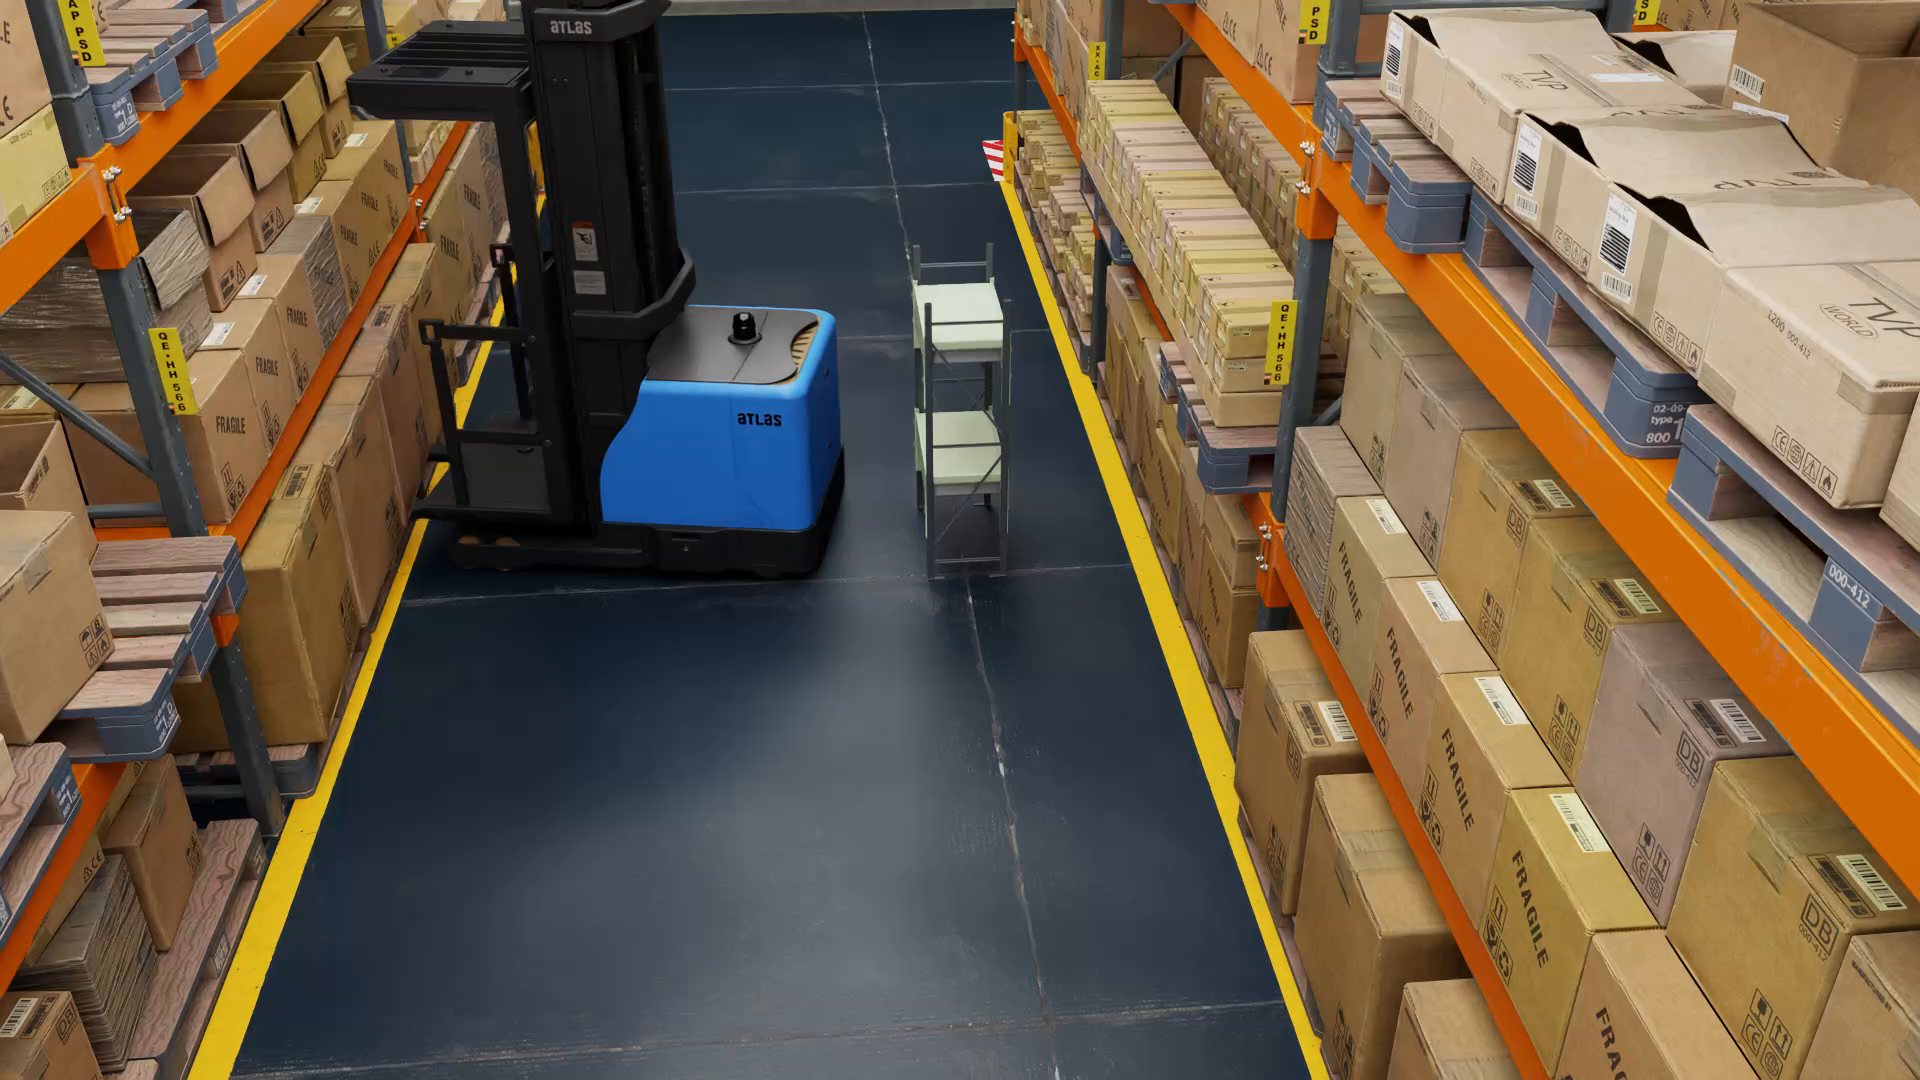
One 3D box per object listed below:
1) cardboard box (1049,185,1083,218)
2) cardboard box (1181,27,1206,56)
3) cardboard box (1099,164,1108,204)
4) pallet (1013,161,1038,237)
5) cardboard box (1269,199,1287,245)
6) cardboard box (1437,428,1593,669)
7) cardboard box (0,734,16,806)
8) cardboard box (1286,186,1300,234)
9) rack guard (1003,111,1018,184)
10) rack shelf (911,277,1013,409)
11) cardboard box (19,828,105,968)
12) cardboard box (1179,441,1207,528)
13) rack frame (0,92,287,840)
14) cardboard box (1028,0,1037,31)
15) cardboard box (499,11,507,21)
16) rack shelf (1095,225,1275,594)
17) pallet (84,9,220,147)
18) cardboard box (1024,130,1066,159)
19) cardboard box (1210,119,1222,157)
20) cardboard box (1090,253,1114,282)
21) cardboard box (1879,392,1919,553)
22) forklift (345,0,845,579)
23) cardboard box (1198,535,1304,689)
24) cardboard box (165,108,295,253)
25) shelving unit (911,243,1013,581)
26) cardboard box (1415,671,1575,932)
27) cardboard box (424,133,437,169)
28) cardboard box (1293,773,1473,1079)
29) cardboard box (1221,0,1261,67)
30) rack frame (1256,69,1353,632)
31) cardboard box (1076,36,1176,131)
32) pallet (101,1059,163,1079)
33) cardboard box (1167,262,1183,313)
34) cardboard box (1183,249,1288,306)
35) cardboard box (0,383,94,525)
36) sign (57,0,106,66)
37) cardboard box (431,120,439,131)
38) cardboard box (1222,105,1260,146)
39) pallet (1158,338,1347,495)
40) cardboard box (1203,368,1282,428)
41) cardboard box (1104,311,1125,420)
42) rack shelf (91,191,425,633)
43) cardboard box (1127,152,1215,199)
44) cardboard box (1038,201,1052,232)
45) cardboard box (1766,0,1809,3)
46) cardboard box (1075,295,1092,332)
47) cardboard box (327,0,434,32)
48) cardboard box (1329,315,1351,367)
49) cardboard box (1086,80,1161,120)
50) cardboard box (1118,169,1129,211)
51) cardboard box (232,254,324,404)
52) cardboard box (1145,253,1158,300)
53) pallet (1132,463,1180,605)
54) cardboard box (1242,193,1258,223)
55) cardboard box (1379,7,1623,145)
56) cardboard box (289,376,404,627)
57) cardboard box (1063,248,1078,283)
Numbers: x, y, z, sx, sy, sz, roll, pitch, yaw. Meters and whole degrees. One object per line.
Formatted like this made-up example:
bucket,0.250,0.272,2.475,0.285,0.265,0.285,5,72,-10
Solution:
cardboard box,0.828,-2.357,11.562,0.380,0.149,0.250,-4,31,-6
cardboard box,1.516,-3.156,9.746,0.500,0.500,0.500,-2,31,-3
cardboard box,0.946,-1.894,8.832,0.380,0.149,0.250,-3,31,-4
pallet,0.990,-2.704,13.071,1.003,0.211,1.213,-3,31,-5
cardboard box,1.693,-1.523,7.921,0.380,0.149,0.250,-2,31,-3
cardboard box,1.820,0.006,4.743,0.700,0.500,0.500,-3,31,-5
cardboard box,-2.833,0.630,4.492,0.396,0.266,0.258,-4,31,-6
cardboard box,1.715,-1.516,7.618,0.380,0.149,0.250,-2,31,-3
rack guard,0.949,-3.244,13.694,1.175,0.500,0.348,-3,31,-5
rack shelf,0.001,-0.976,8.160,0.431,0.370,0.720,-3,31,-5
cardboard box,-3.106,1.087,5.282,0.500,0.250,0.500,1,31,1
cardboard box,1.307,-0.295,7.615,0.500,0.250,0.500,-2,31,-4
rack frame,-3.258,-0.086,5.969,1.000,3.000,0.127,-3,31,-5
cardboard box,0.784,-4.012,12.155,0.500,0.500,0.500,-3,31,-4
cardboard box,-3.644,-3.896,12.593,0.380,0.149,0.250,-2,31,-4
rack shelf,1.503,-0.984,8.174,1.077,0.370,4.000,-3,31,-5
pallet,-3.371,-1.619,5.794,1.213,0.211,1.003,-1,31,-2
cardboard box,0.694,-3.015,12.662,0.380,0.149,0.250,-3,31,-5
cardboard box,1.575,-2.186,9.030,0.380,0.149,0.250,-3,31,-4
cardboard box,1.023,-1.695,10.453,0.380,0.149,0.250,-2,31,-3
cardboard box,1.838,-0.029,2.588,0.500,0.250,0.500,-2,31,-4
forklift,-2.181,-1.368,8.182,3.031,2.935,1.130,3,31,5
cardboard box,1.368,0.297,7.355,0.500,0.500,0.500,-3,31,-5
cardboard box,-3.438,-1.608,7.442,0.797,0.503,0.637,-2,31,-3
shelving unit,0.001,-0.640,8.360,0.431,1.500,0.755,-3,31,-5
cardboard box,1.604,0.699,4.558,0.500,0.500,0.500,-3,31,-5
cardboard box,-3.353,-2.321,9.956,0.380,0.149,0.250,-4,31,-6
cardboard box,1.742,1.275,5.475,1.050,0.750,0.750,-2,31,-4
cardboard box,1.324,-2.137,6.379,0.500,0.500,0.500,-3,31,-5
rack frame,1.690,-0.272,6.280,1.000,3.000,0.127,-3,31,-5
cardboard box,0.989,-2.718,9.988,0.500,0.500,0.500,-3,31,-5
pallet,-3.076,2.132,4.975,1.003,0.211,1.213,-3,31,-5
cardboard box,1.113,-1.101,7.213,0.380,0.149,0.250,-3,31,-4
cardboard box,1.142,-1.090,6.905,0.380,0.149,0.250,-2,31,-3
cardboard box,-3.551,-0.369,6.345,0.500,0.500,0.500,-2,31,-3
sign,-2.718,-1.621,5.109,0.100,0.325,0.005,-3,31,-5
cardboard box,-3.456,-2.698,10.198,0.500,0.250,0.500,-3,31,-5
cardboard box,1.596,-2.177,8.725,0.380,0.149,0.250,-4,31,-6
pallet,1.517,-0.548,6.930,1.213,0.211,1.003,-3,31,-5
cardboard box,1.186,-0.574,6.622,0.380,0.149,0.250,-2,31,-4
cardboard box,1.121,-1.031,9.580,0.500,0.500,0.500,-2,31,-3
rack shelf,-3.445,-0.798,7.863,1.077,0.370,4.000,-3,31,-5
cardboard box,1.017,-1.759,8.025,0.380,0.149,0.250,-2,31,-3
cardboard box,0.778,-2.381,12.181,0.380,0.149,0.250,-4,31,-7
cardboard box,5.820,-3.822,11.150,0.500,0.500,0.500,-2,31,-4
cardboard box,0.940,-1.454,10.630,0.380,0.149,0.250,-2,31,-4
cardboard box,-3.460,-3.022,10.009,0.500,0.500,0.500,-3,31,-5
cardboard box,1.798,-0.857,7.095,0.380,0.149,0.250,-1,31,-2
cardboard box,0.895,-2.419,9.130,0.380,0.149,0.250,-1,31,-2
cardboard box,0.998,-1.757,8.311,0.380,0.149,0.250,-2,31,-3
cardboard box,-3.134,-0.915,7.259,0.500,0.500,0.500,-3,31,-5
cardboard box,1.071,-1.229,7.718,0.380,0.149,0.250,-2,31,-3
pallet,1.507,-0.095,8.704,1.003,0.211,1.213,-3,31,-5
cardboard box,1.651,-1.664,8.446,0.380,0.149,0.250,-4,31,-7
cardboard box,1.538,-1.365,4.764,0.500,0.311,0.500,-3,31,-5
cardboard box,-3.378,-0.163,7.760,1.225,0.875,0.875,-3,31,-4
cardboard box,0.890,-1.817,10.948,0.380,0.149,0.250,-4,31,-6
